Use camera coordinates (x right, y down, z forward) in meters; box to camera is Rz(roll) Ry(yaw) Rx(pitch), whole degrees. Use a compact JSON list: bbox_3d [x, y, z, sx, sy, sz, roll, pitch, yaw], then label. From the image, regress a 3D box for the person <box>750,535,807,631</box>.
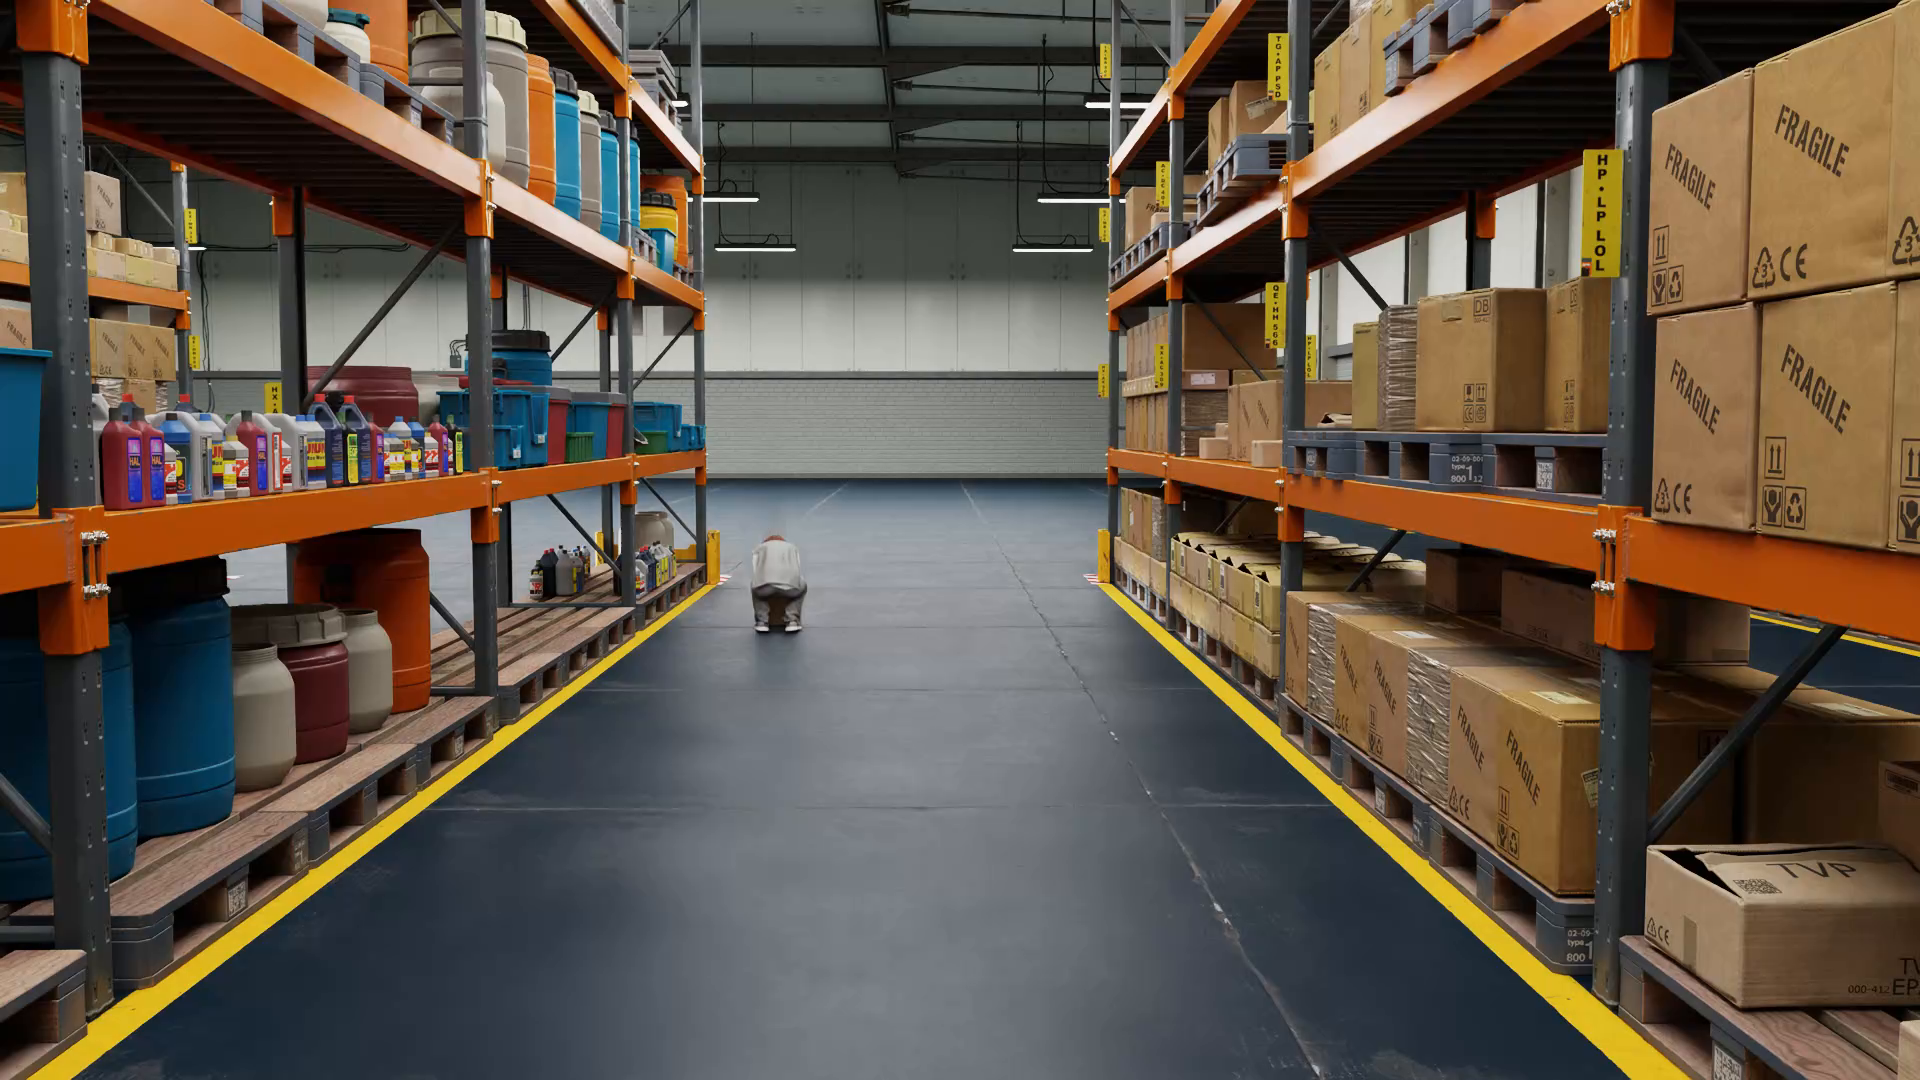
[{"bbox_3d":[-1.374,0.364,12.546,0.433,0.759,0.836,0,4,-2],"label":"person"}]
